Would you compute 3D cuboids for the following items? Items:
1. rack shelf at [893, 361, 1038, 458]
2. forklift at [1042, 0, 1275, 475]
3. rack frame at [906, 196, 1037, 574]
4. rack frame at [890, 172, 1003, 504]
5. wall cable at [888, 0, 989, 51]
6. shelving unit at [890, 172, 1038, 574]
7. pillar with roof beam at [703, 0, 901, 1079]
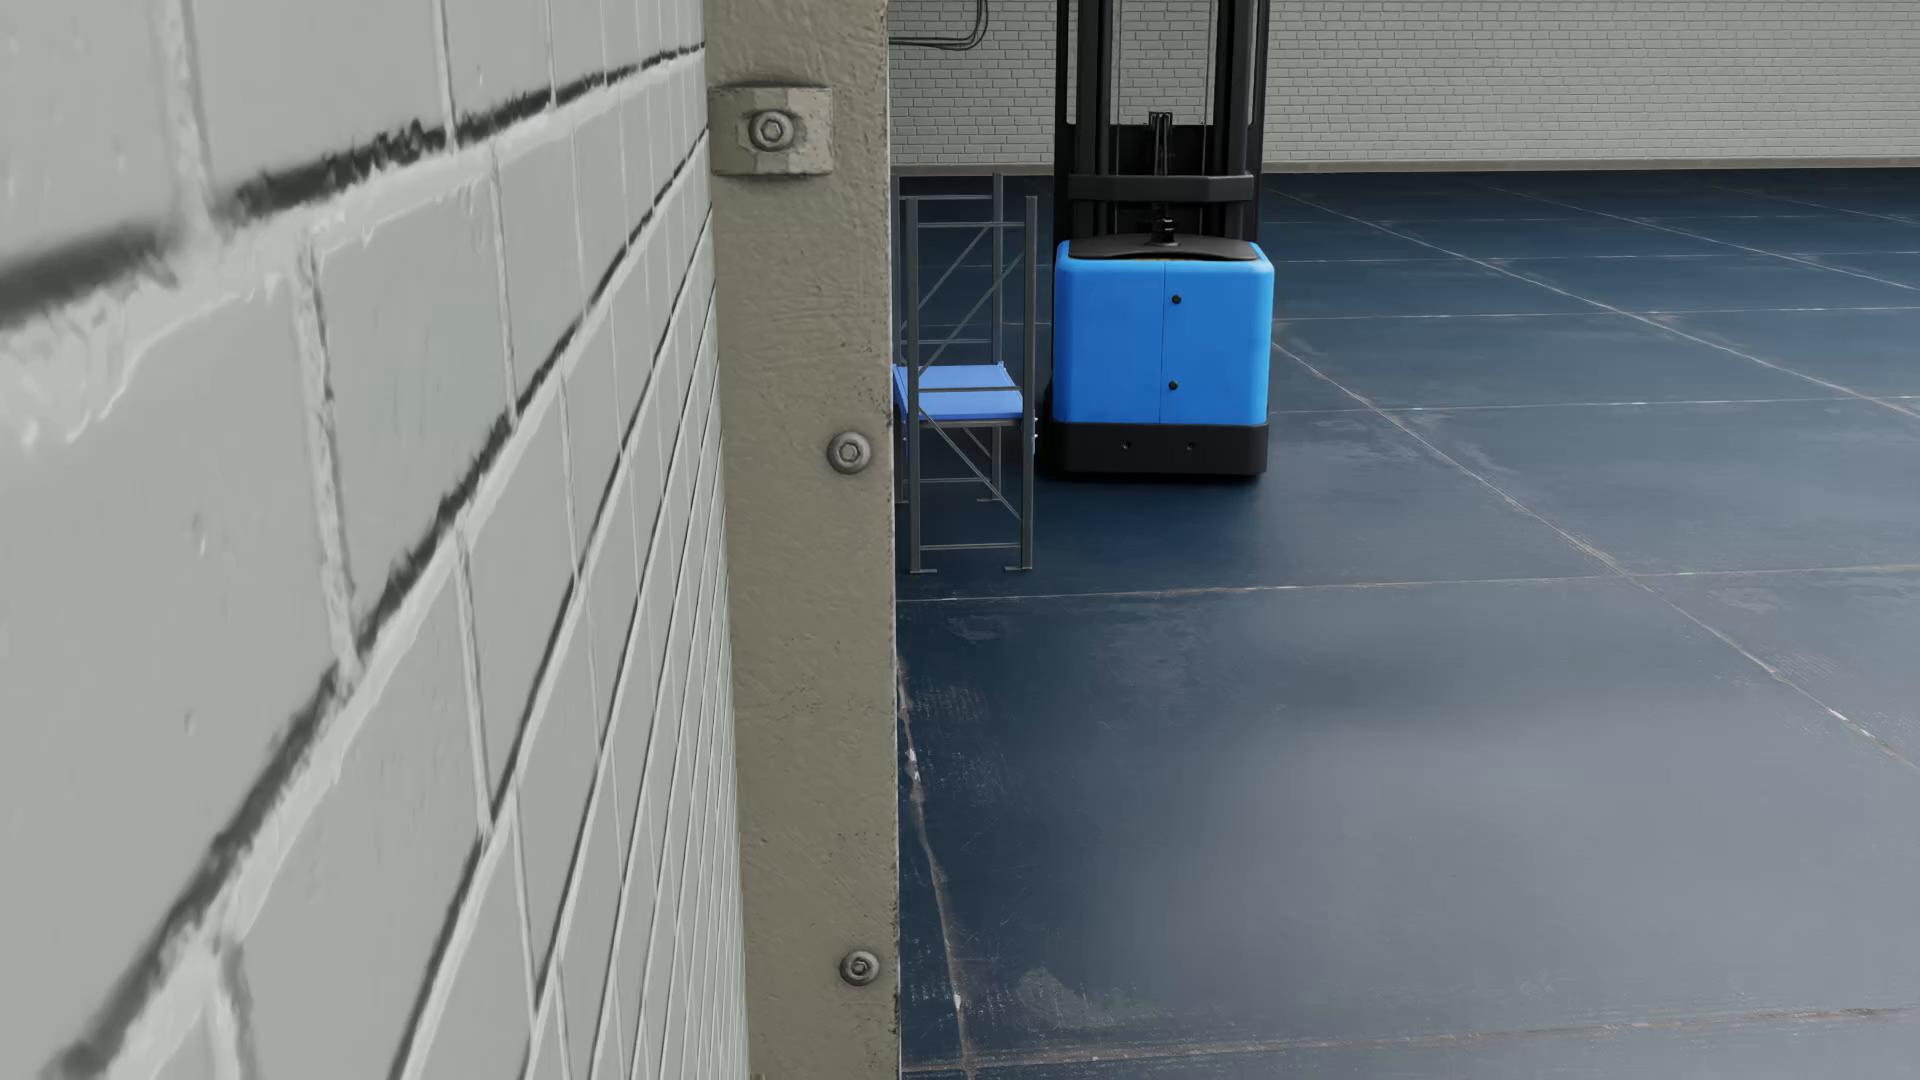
[{"bbox_3d":[-0.009,-0.569,7.087,0.538,0.185,1.000,-2,18,-6],"label":"rack shelf"},{"bbox_3d":[1.055,-2.101,8.976,1.130,2.935,3.031,1,17,4],"label":"forklift"},{"bbox_3d":[0.044,-0.590,6.551,0.500,1.500,0.032,-2,18,-6],"label":"rack frame"},{"bbox_3d":[-0.061,-0.892,7.516,0.500,1.500,0.032,-2,18,-6],"label":"rack frame"},{"bbox_3d":[-1.137,-7.952,22.668,3.097,2.526,0.112,-2,18,-6],"label":"wall cable"},{"bbox_3d":[-0.009,-0.741,7.033,0.538,1.500,1.048,-2,18,-6],"label":"shelving unit"},{"bbox_3d":[3.990,-3.285,2.618,9.100,9.000,0.400,-2,18,-6],"label":"pillar with roof beam"}]
